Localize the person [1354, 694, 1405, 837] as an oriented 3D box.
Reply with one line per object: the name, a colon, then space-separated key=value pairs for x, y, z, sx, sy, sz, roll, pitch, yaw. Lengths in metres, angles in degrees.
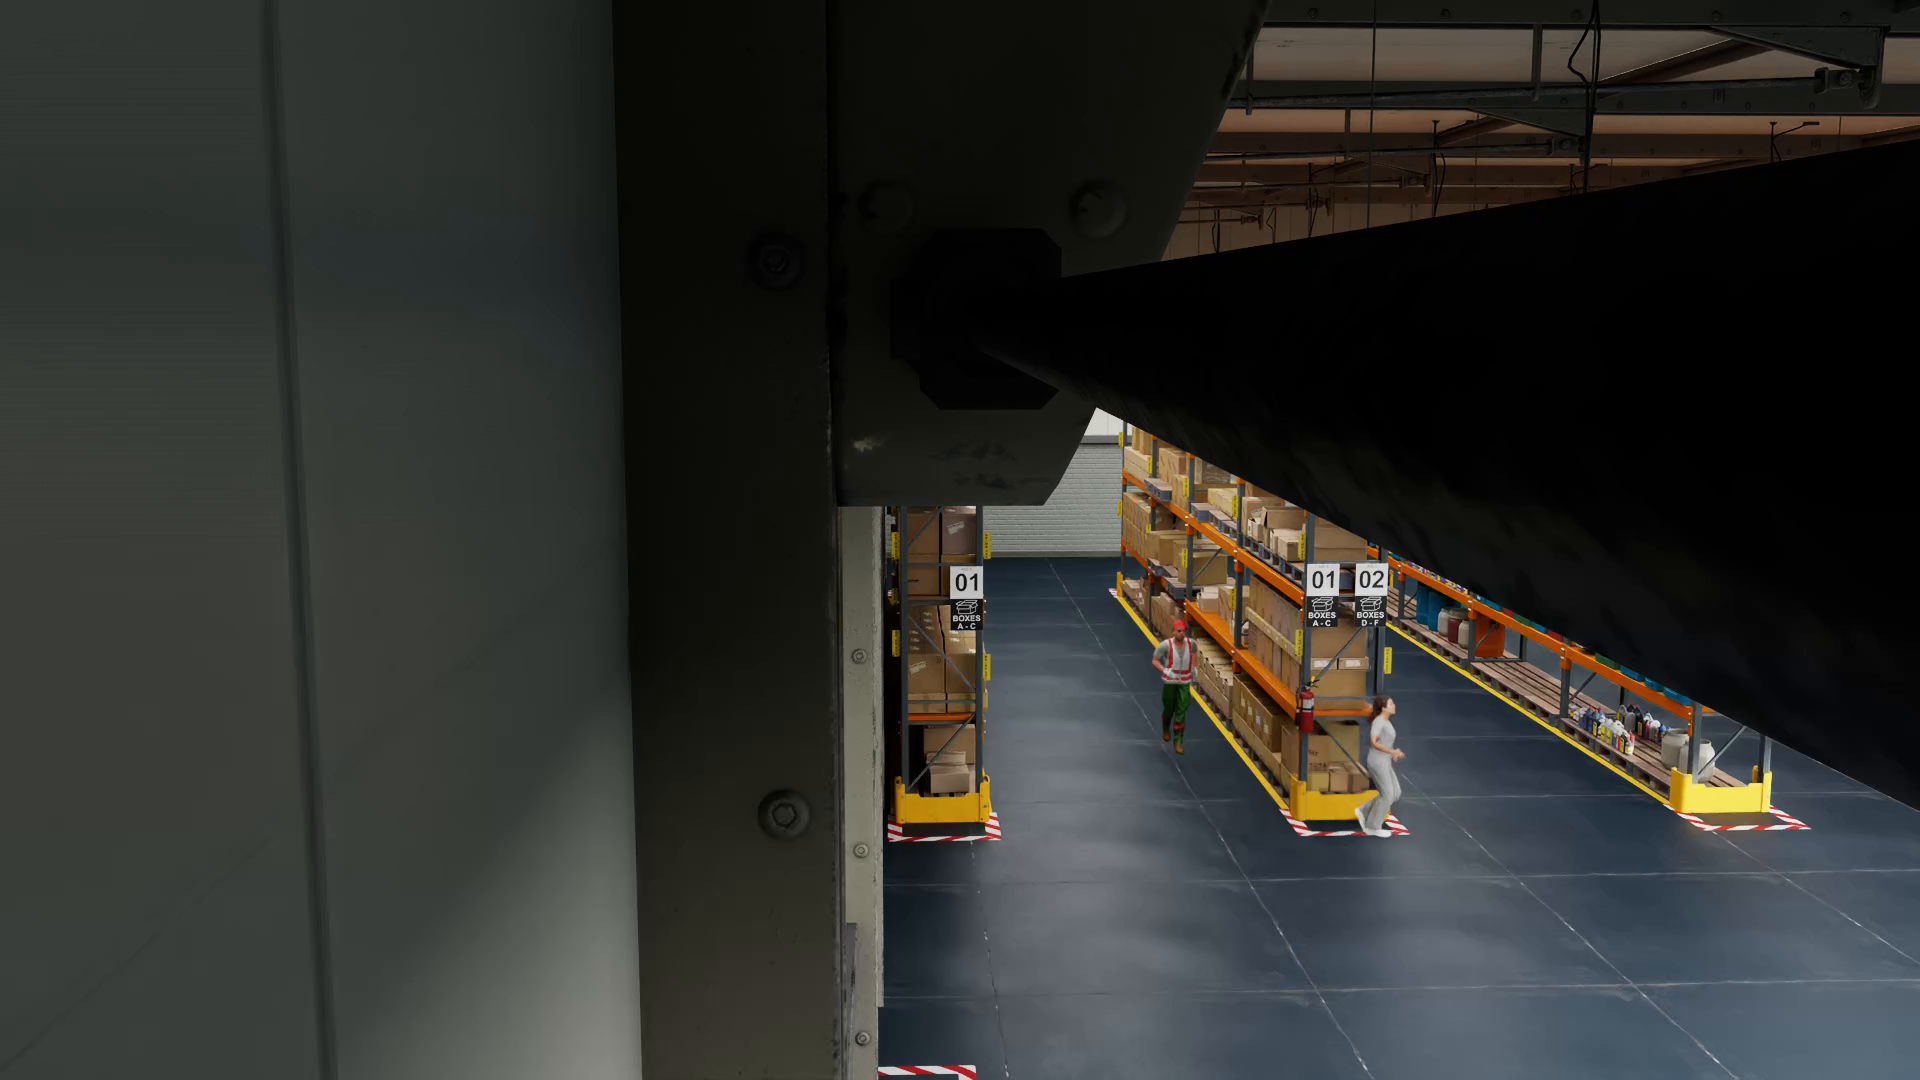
person: x=4.852 y=2.576 z=19.121 sx=0.570 sy=1.622 sz=0.600 roll=4 pitch=9 yaw=25

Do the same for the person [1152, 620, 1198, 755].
person: x=2.969 y=1.969 z=22.837 sx=0.684 sy=1.793 sz=0.950 roll=-1 pitch=8 yaw=-8

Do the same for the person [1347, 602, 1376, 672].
person: x=7.121 y=1.345 z=29.124 sx=0.649 sy=1.780 sz=0.939 roll=-1 pitch=8 yaw=-6
